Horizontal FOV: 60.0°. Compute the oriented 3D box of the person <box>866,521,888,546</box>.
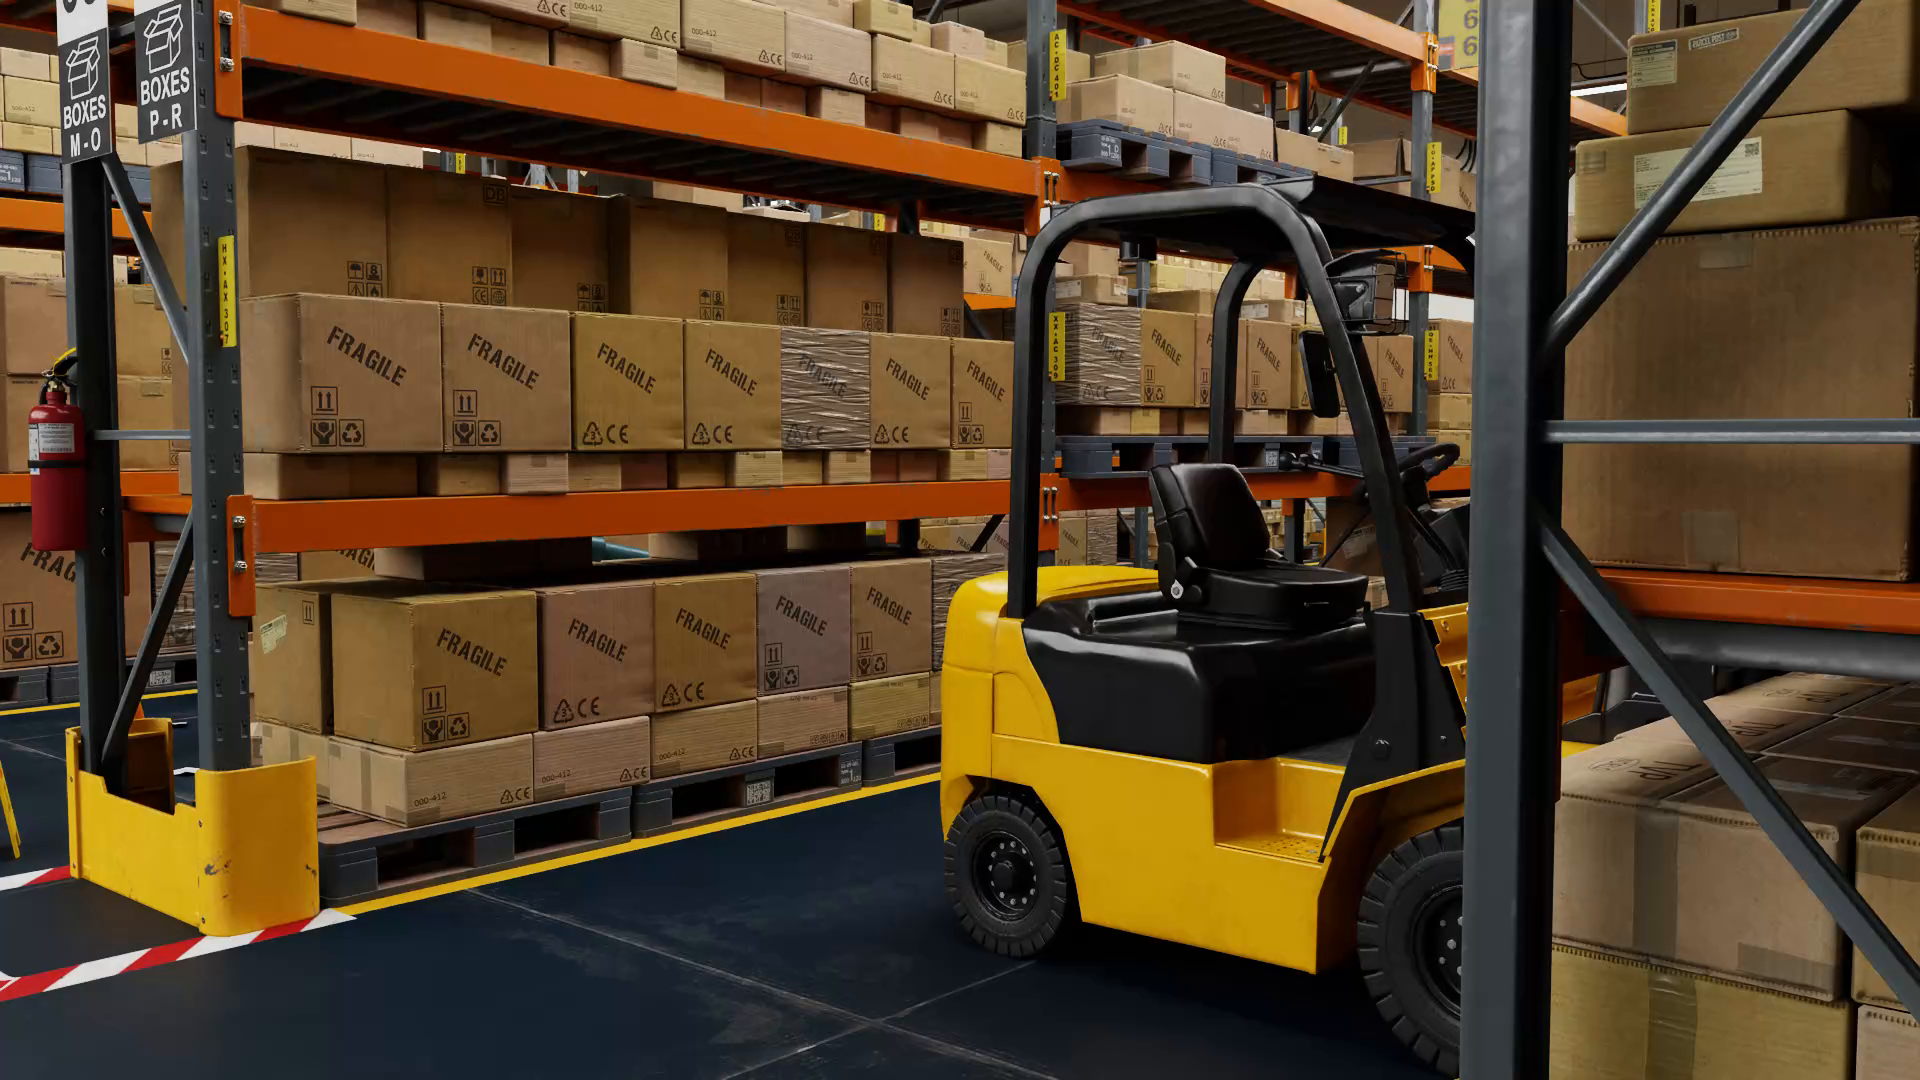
[{"bbox_3d":[-0.701,-0.077,11.299,0.550,1.766,0.632,3,5,40],"label":"person"}]
